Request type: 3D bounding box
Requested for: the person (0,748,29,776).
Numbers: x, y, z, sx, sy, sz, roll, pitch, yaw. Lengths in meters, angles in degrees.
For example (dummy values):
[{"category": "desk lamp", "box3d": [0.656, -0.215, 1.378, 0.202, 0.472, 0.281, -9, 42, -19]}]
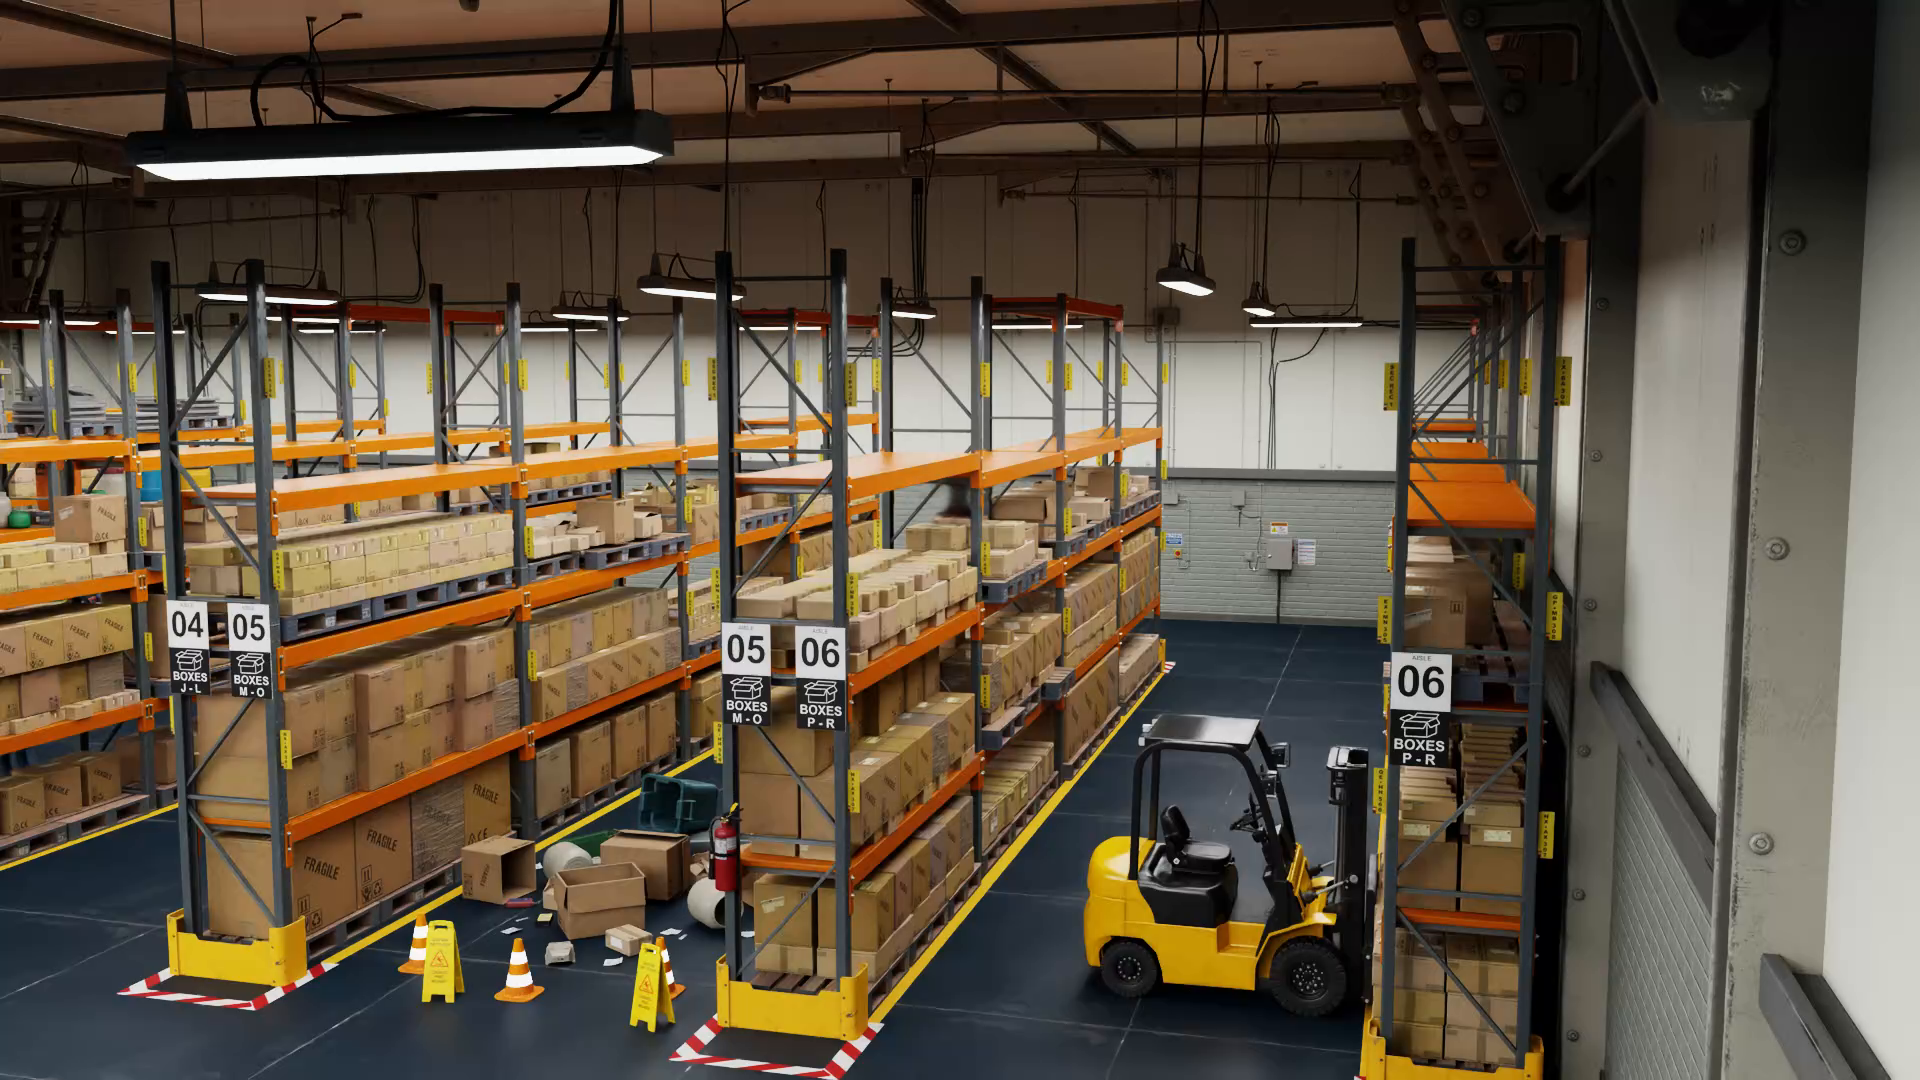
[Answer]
[{"category": "person", "box3d": [-11.672, 2.231, 20.423, 0.493, 1.621, 0.437, -5, 8, -40]}]
